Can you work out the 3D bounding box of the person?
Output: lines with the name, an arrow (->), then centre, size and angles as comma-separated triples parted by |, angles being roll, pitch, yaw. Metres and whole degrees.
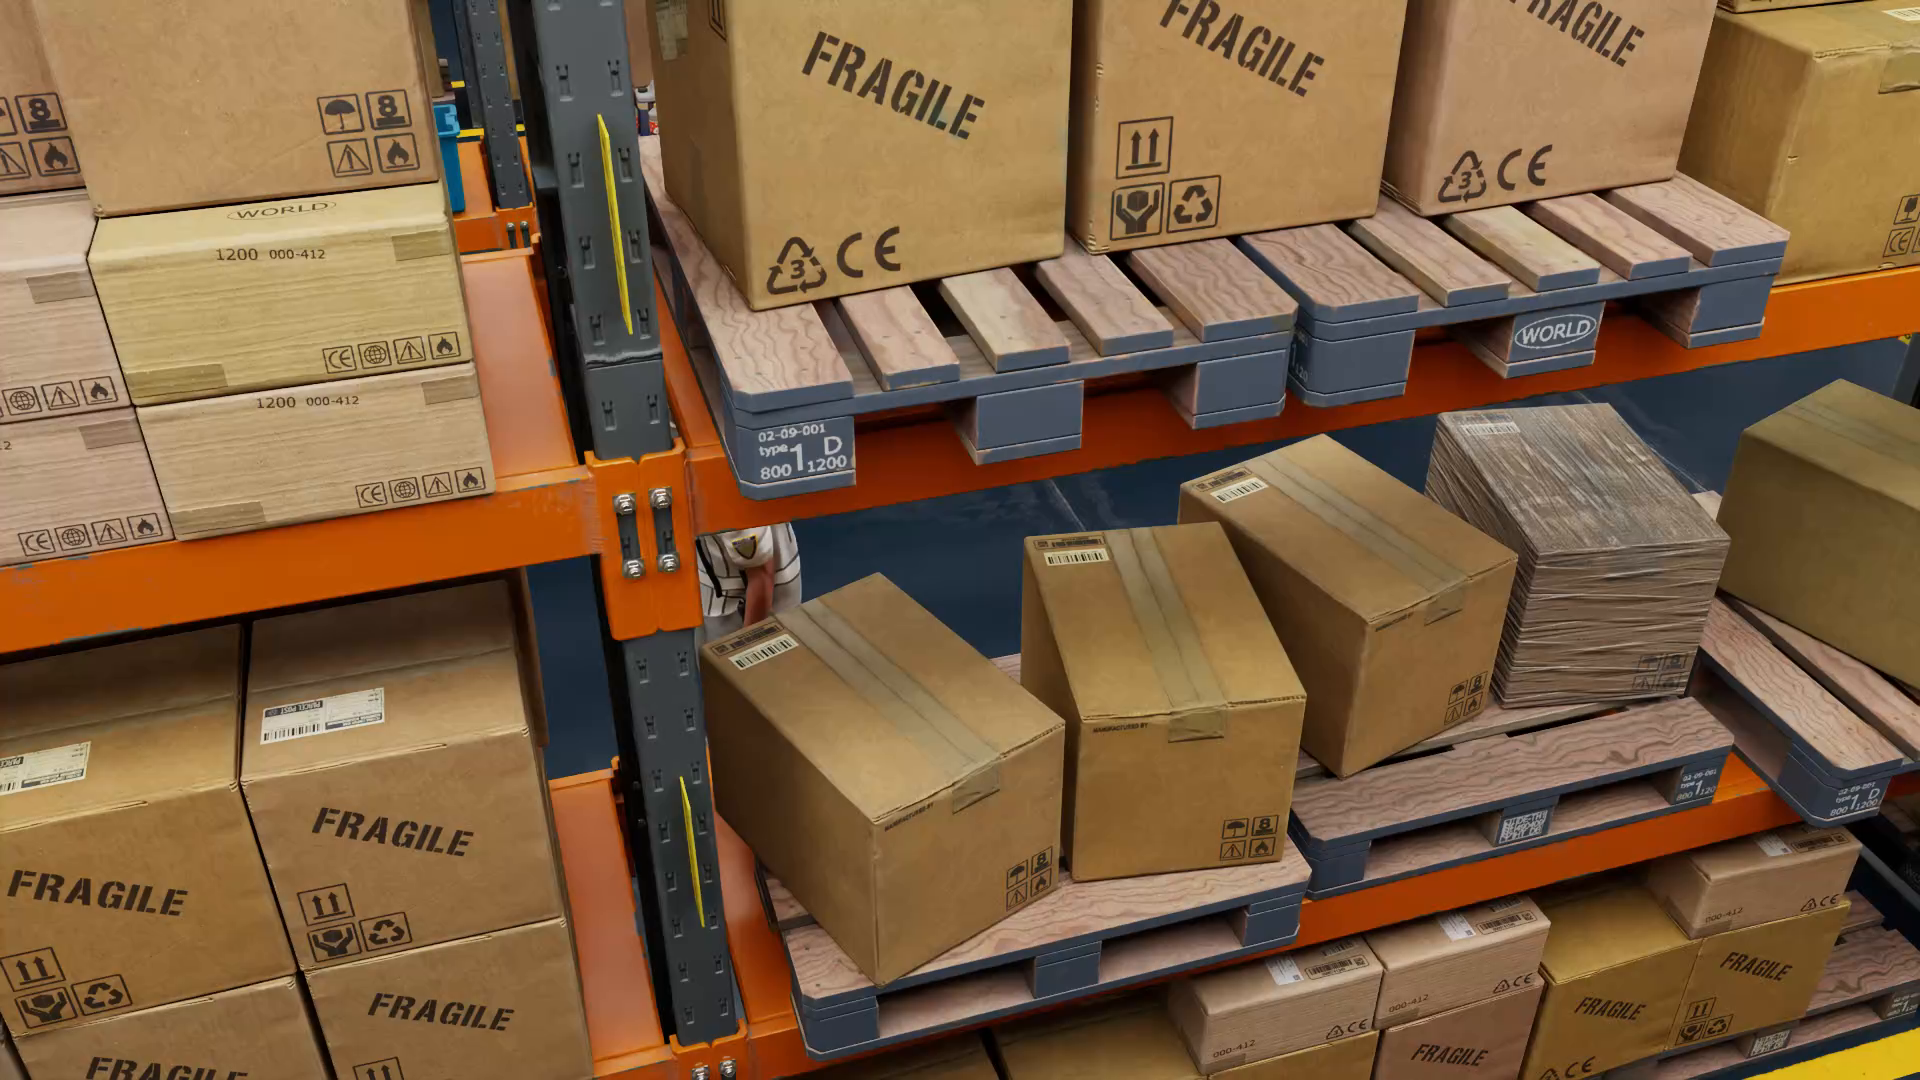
person -> -0.785, 0.208, 5.823 | 0.437, 1.747, 0.596 | -12, 36, -17
